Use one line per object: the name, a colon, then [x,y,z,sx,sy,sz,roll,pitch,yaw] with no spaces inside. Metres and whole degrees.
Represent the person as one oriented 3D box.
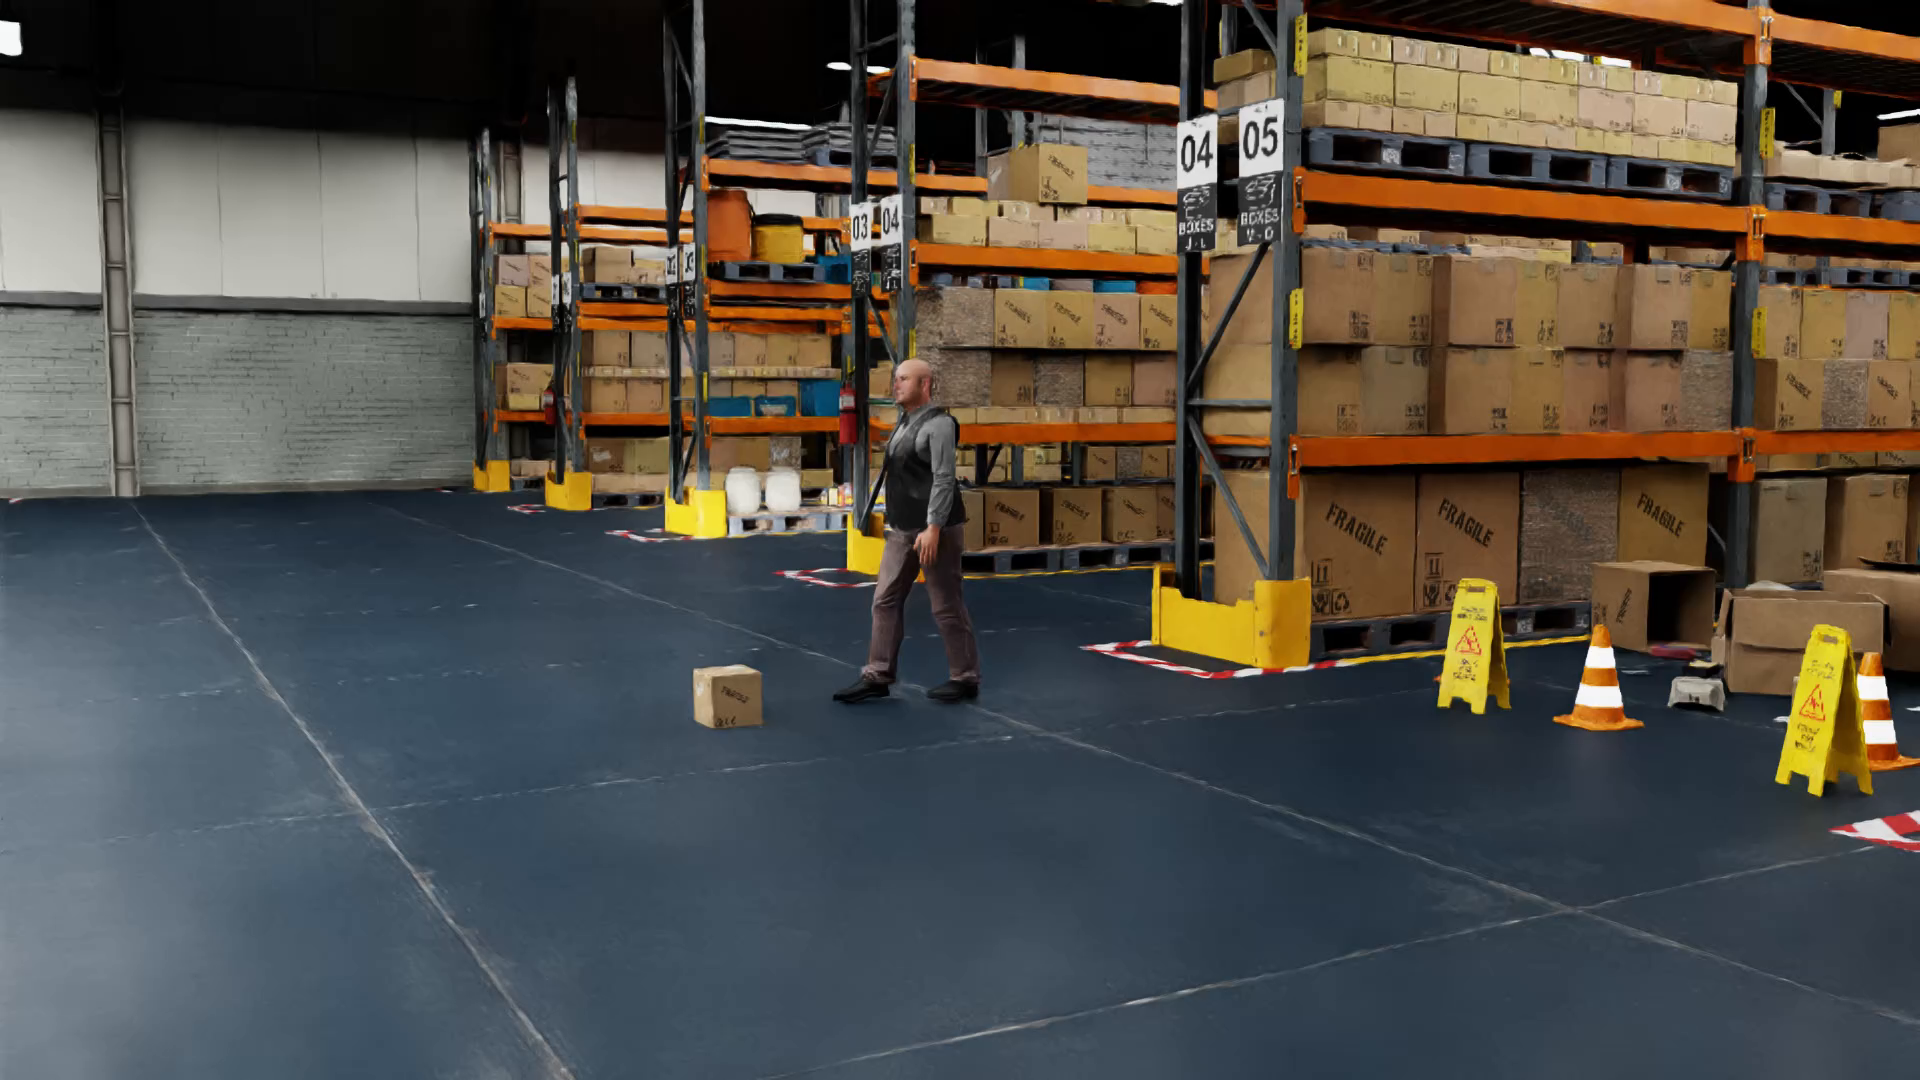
person: [-0.215,-0.042,8.251,0.723,1.706,0.538,-3,6,-31]
